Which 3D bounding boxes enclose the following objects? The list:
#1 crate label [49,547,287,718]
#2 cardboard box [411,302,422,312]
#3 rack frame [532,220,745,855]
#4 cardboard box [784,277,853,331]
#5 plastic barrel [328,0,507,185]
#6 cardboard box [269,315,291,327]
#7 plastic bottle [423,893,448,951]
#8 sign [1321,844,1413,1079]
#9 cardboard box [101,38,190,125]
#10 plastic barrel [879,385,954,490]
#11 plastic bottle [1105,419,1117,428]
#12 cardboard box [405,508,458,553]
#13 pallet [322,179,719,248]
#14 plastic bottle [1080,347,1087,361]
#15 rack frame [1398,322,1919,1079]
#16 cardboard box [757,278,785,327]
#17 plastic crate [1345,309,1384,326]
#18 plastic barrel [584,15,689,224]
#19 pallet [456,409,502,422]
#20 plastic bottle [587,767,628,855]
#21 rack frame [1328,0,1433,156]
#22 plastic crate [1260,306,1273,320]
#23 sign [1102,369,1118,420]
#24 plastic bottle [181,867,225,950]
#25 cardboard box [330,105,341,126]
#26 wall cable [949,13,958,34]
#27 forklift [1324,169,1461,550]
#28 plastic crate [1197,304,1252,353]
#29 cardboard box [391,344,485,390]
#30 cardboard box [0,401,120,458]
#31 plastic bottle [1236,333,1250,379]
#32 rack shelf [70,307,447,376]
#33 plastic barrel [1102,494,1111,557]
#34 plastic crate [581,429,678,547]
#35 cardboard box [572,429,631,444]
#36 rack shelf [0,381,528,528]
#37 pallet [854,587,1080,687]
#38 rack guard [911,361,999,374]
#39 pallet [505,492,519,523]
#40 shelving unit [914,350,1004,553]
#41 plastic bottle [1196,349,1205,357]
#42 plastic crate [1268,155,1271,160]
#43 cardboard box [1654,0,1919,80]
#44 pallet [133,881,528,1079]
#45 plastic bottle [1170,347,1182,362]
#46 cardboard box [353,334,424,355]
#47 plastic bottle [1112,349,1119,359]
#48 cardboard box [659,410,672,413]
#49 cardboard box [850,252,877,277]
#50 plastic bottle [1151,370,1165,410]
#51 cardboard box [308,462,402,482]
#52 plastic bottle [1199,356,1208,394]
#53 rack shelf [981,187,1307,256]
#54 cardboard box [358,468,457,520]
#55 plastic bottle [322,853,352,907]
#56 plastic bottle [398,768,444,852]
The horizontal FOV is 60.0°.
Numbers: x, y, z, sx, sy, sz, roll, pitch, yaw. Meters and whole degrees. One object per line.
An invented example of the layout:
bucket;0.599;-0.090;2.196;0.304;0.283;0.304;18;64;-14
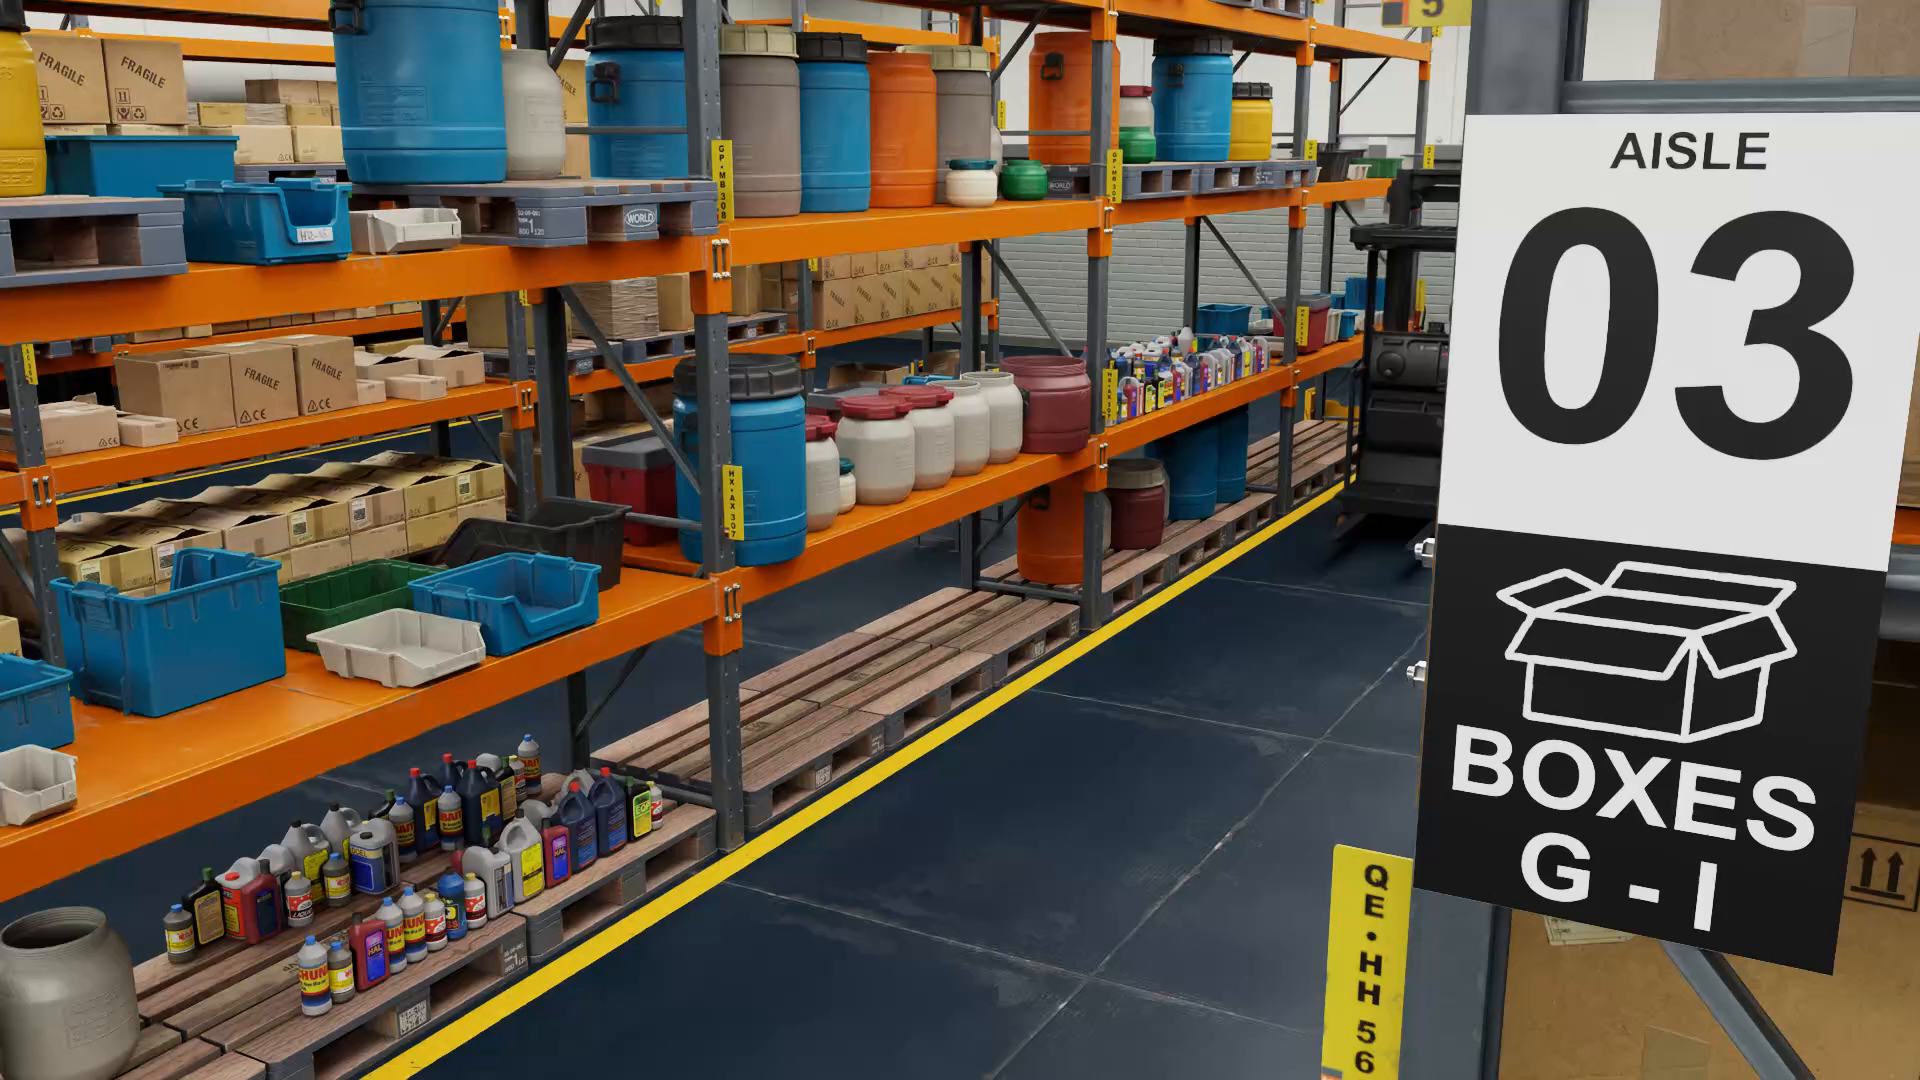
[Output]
crate label;-2.741;0.303;5.800;0.502;0.435;0.616;7;15;28
cardboard box;-6.181;-2.642;18.585;0.380;0.149;0.250;8;15;29
rack frame;-1.460;-0.092;7.514;1.000;3.000;0.127;7;15;28
cardboard box;-1.442;-2.417;16.947;0.500;0.500;0.500;8;16;30
plastic barrel;-2.035;-1.806;6.258;0.600;0.901;0.708;7;15;28
cardboard box;-7.105;-2.280;17.083;0.380;0.149;0.250;7;15;28
plastic bottle;-1.983;1.427;6.244;0.097;0.201;0.097;0;14;0
sign;0.466;0.506;1.888;0.100;0.325;0.005;7;15;28
cardboard box;-5.207;-2.849;10.376;0.500;0.500;0.500;9;16;33
plastic barrel;-0.242;-0.569;9.202;0.433;0.535;0.433;0;14;0
plastic bottle;0.966;-0.904;11.149;0.152;0.276;0.135;7;15;28
cardboard box;-4.148;-0.100;12.520;0.500;0.250;0.500;7;15;27
pallet;-1.723;-1.299;6.525;1.213;0.211;1.003;7;15;28
plastic bottle;0.962;-1.282;12.557;0.144;0.351;0.185;7;15;28
rack frame;0.942;1.290;1.783;1.000;3.000;0.127;7;15;28
cardboard box;-1.910;-2.475;17.188;0.500;0.500;0.500;8;16;29
plastic crate;4.105;-2.267;16.971;0.396;0.136;0.243;7;15;28
plastic barrel;-1.404;-1.923;7.639;0.600;0.901;0.708;7;15;28
pallet;-5.829;-1.647;19.915;1.003;0.211;1.213;7;15;28
plastic bottle;-1.519;1.147;7.090;0.144;0.351;0.185;7;15;27
rack frame;4.341;-5.470;17.023;1.000;3.000;0.127;7;15;28
plastic crate;3.152;-2.157;16.308;0.416;0.233;0.300;7;15;28
sign;0.959;-0.931;10.647;0.100;0.325;0.005;7;15;28
plastic bottle;-2.849;1.383;6.254;0.061;0.283;0.133;8;16;29
cardboard box;-6.787;-4.408;17.866;0.700;0.500;0.500;6;15;25
wall cable;1.084;-8.352;24.825;3.097;2.526;0.112;7;15;28
forklift;3.748;-1.488;13.452;1.130;2.935;3.031;7;15;26
plastic crate;2.334;-1.889;14.875;0.392;0.384;0.575;7;15;28
cardboard box;-4.075;-1.361;12.971;0.500;0.311;0.500;9;16;32
cardboard box;-5.595;-0.687;10.303;0.500;0.250;0.500;9;16;32
plastic bottle;2.249;-1.484;13.392;0.144;0.351;0.185;7;15;28
rack shelf;-7.232;-2.096;17.361;1.077;0.370;4.000;7;15;28
plastic barrel;0.890;-0.135;12.108;0.421;0.512;0.421;0;14;0
plastic crate;-1.494;-0.257;8.063;0.402;0.464;0.583;7;15;28
cardboard box;-3.142;-0.642;14.192;0.500;0.500;0.500;7;15;26
rack shelf;-4.827;-0.714;11.632;1.077;0.370;4.000;7;15;28
pallet;0.065;0.598;10.604;1.003;0.211;1.213;7;15;28
rack guard;-0.030;-1.885;20.286;1.175;0.500;0.348;7;15;28
pallet;-3.467;-0.268;14.194;1.003;0.211;1.213;7;15;28
shelving unit;-0.003;-0.728;13.352;0.431;1.500;0.755;7;15;28
plastic bottle;1.896;-1.357;13.038;0.097;0.271;0.097;0;14;0
plastic crate;2.568;-3.333;14.915;0.416;0.233;0.300;7;15;28
cardboard box;1.470;-0.951;2.764;0.500;0.500;0.500;7;15;28
pallet;-2.410;1.648;6.247;1.003;0.211;1.213;7;15;28
plastic bottle;1.791;-1.499;13.777;0.097;0.201;0.097;0;14;0
cardboard box;-6.466;-1.867;18.567;0.750;0.750;0.750;8;15;29
plastic bottle;1.210;-1.361;13.051;0.097;0.271;0.097;0;14;0
cardboard box;-2.870;-1.010;15.717;0.500;0.500;0.500;8;15;29
cardboard box;-1.204;-3.001;17.233;0.500;0.500;0.500;7;15;26
plastic bottle;1.406;-1.073;11.831;0.061;0.283;0.133;7;15;28
cardboard box;-4.617;-0.432;12.698;0.500;0.311;0.500;7;15;27
plastic bottle;1.830;-1.253;12.579;0.061;0.283;0.133;7;15;28
rack shelf;1.440;-2.431;12.353;1.077;0.370;4.000;7;15;28
cardboard box;-4.144;-0.372;12.450;0.500;0.311;0.500;7;15;27
plastic bottle;-2.473;1.342;6.599;0.097;0.201;0.097;0;14;0
plastic bottle;-2.305;1.139;7.121;0.144;0.351;0.185;7;15;26
